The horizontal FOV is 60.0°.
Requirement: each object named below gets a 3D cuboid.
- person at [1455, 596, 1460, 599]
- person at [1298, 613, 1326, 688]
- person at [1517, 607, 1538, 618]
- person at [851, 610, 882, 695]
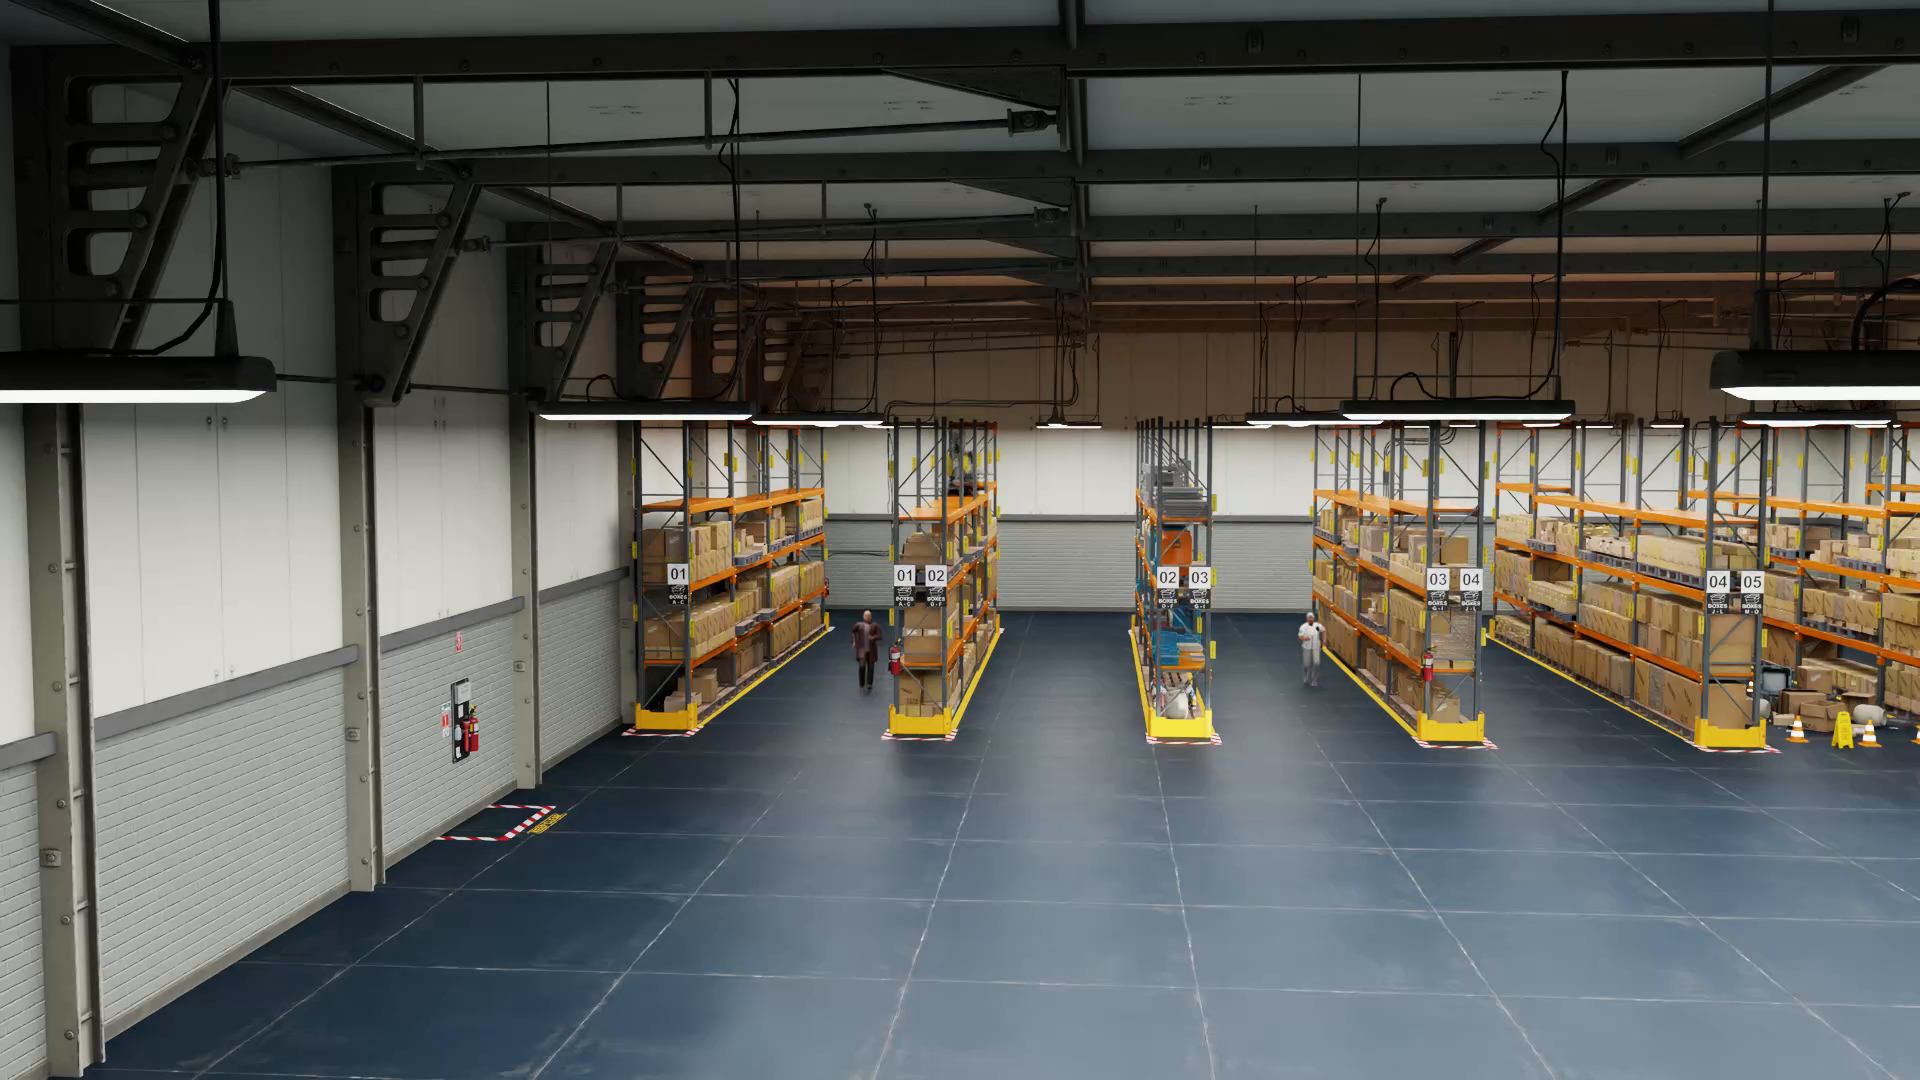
[{"bbox_3d":[13.443,1.917,45.049,0.652,1.723,0.568,0,4,6],"label":"person"},{"bbox_3d":[7.909,2.462,37.354,0.610,1.662,0.848,1,4,11],"label":"person"},{"bbox_3d":[16.237,1.808,47.502,0.765,1.662,0.574,1,4,13],"label":"person"},{"bbox_3d":[-2.038,2.464,36.405,0.675,1.846,0.829,0,4,-6],"label":"person"}]
